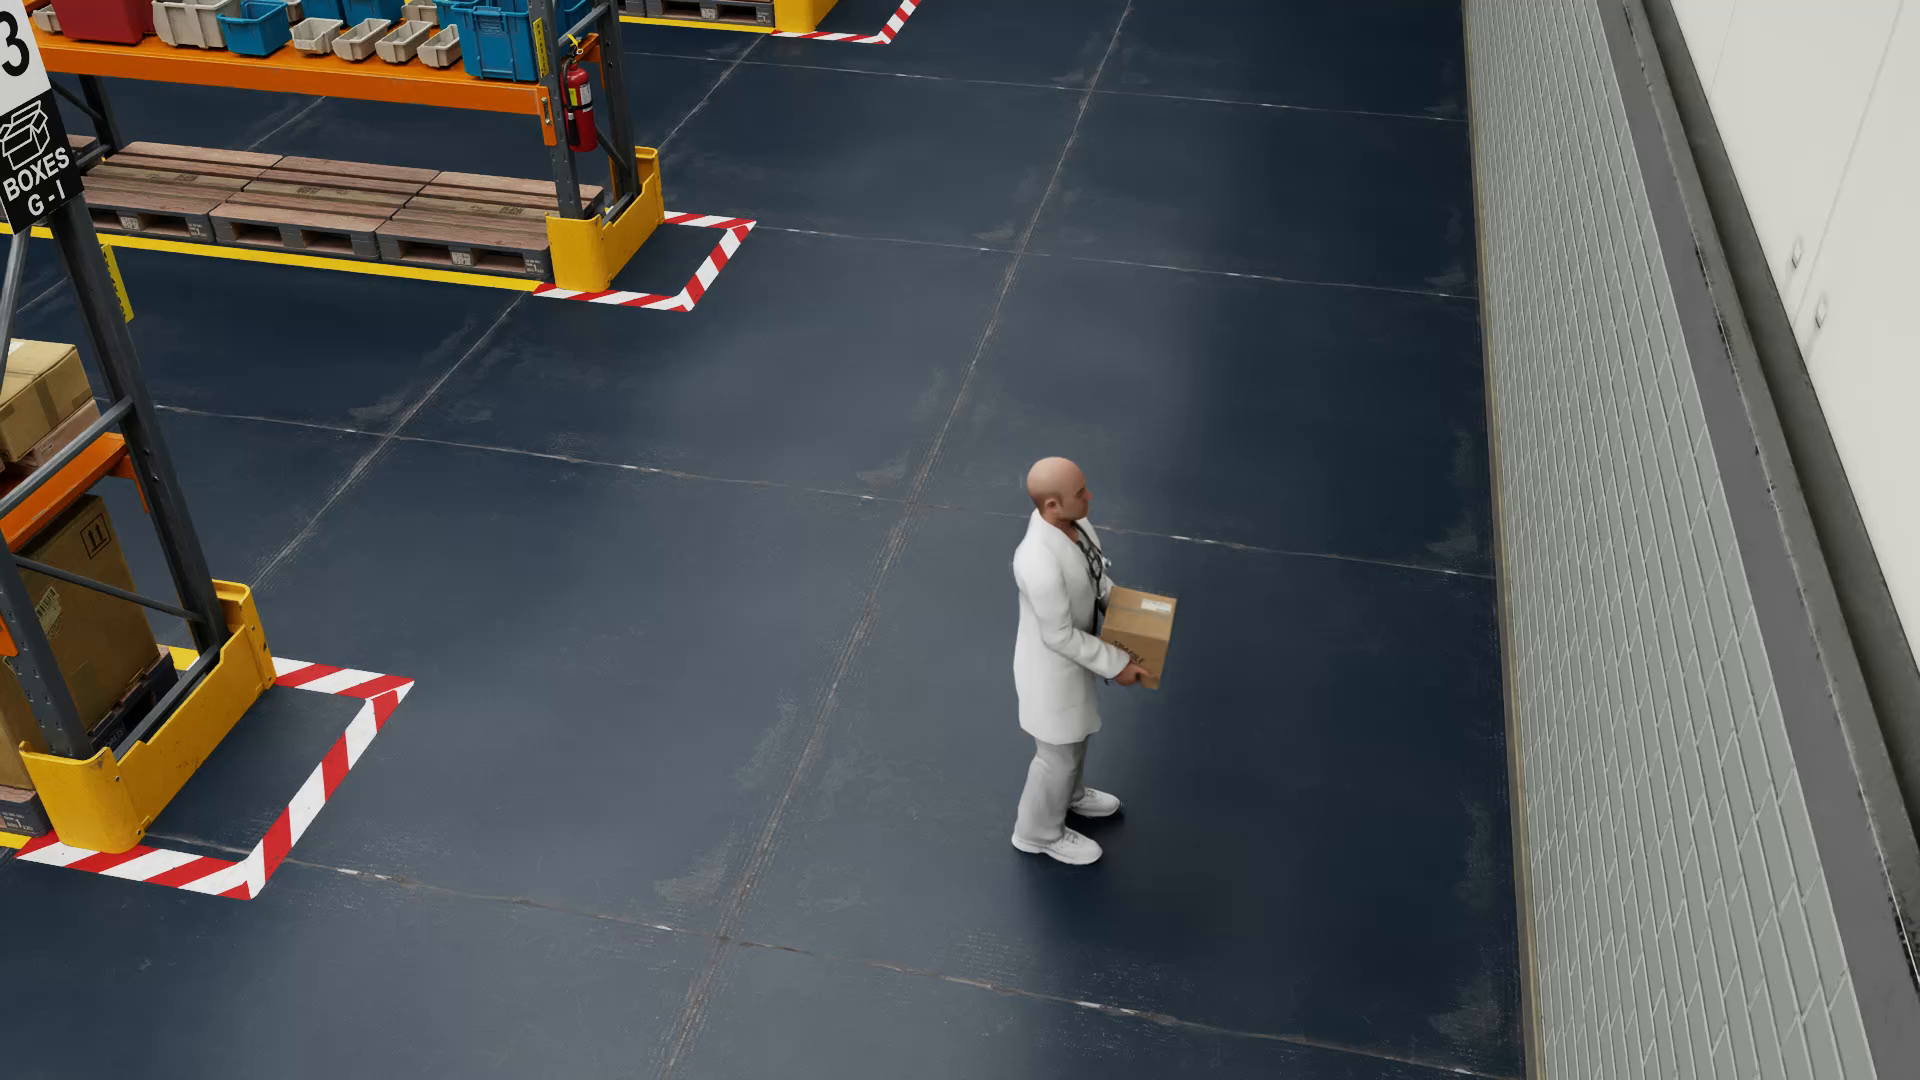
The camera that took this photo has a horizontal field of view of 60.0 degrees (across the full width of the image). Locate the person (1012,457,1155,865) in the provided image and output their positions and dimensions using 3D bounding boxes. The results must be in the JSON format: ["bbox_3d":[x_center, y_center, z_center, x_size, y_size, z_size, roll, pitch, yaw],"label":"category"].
[{"bbox_3d":[0.482,0.465,6.336,0.541,1.777,0.542,7,37,10],"label":"person"}]
